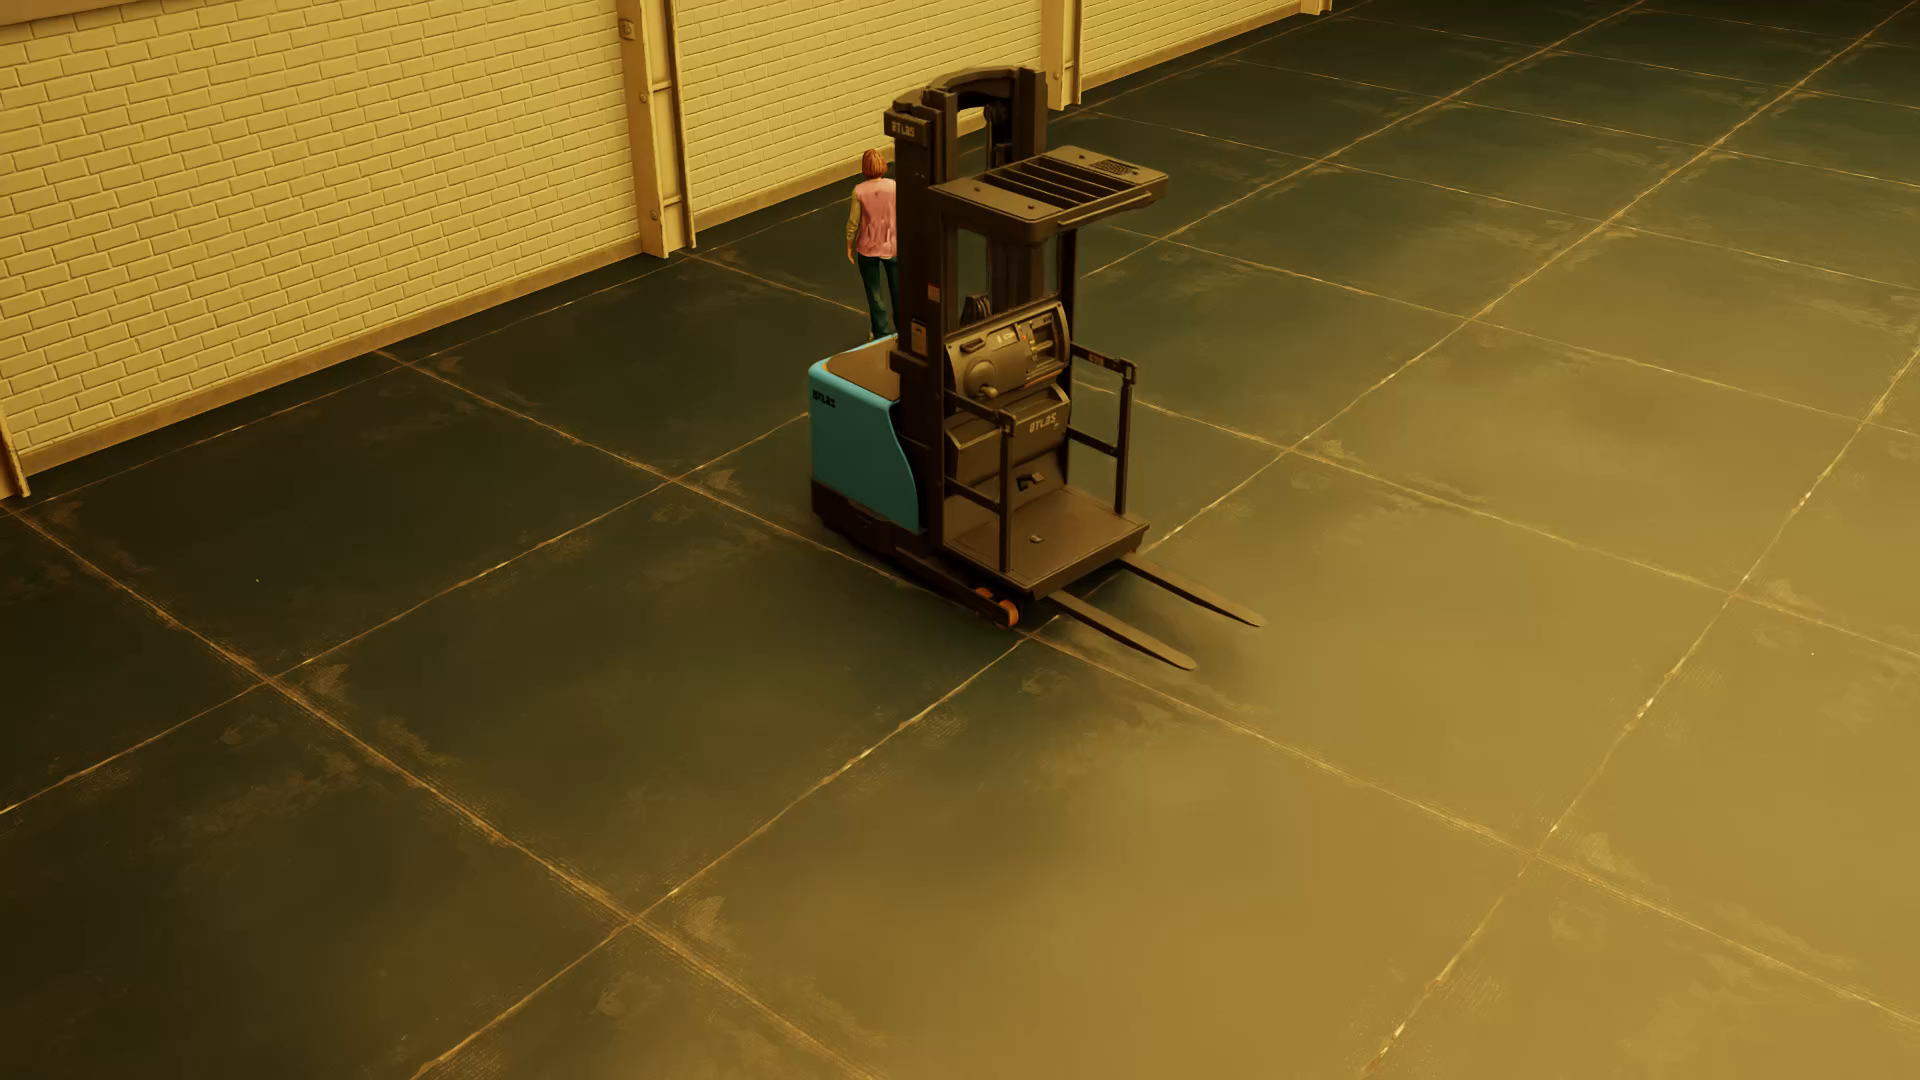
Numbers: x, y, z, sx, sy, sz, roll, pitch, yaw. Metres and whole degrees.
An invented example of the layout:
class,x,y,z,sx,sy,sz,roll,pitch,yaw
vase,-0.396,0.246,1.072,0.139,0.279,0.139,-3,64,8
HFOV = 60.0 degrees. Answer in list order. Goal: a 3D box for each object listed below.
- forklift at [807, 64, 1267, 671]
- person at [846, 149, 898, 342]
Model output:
class,x,y,z,sx,sy,sz,roll,pitch,yaw
forklift,0.426,-1.045,9.383,1.130,2.935,3.031,-26,39,-37
person,-0.622,-2.251,12.756,0.520,1.597,0.474,-5,31,-9
